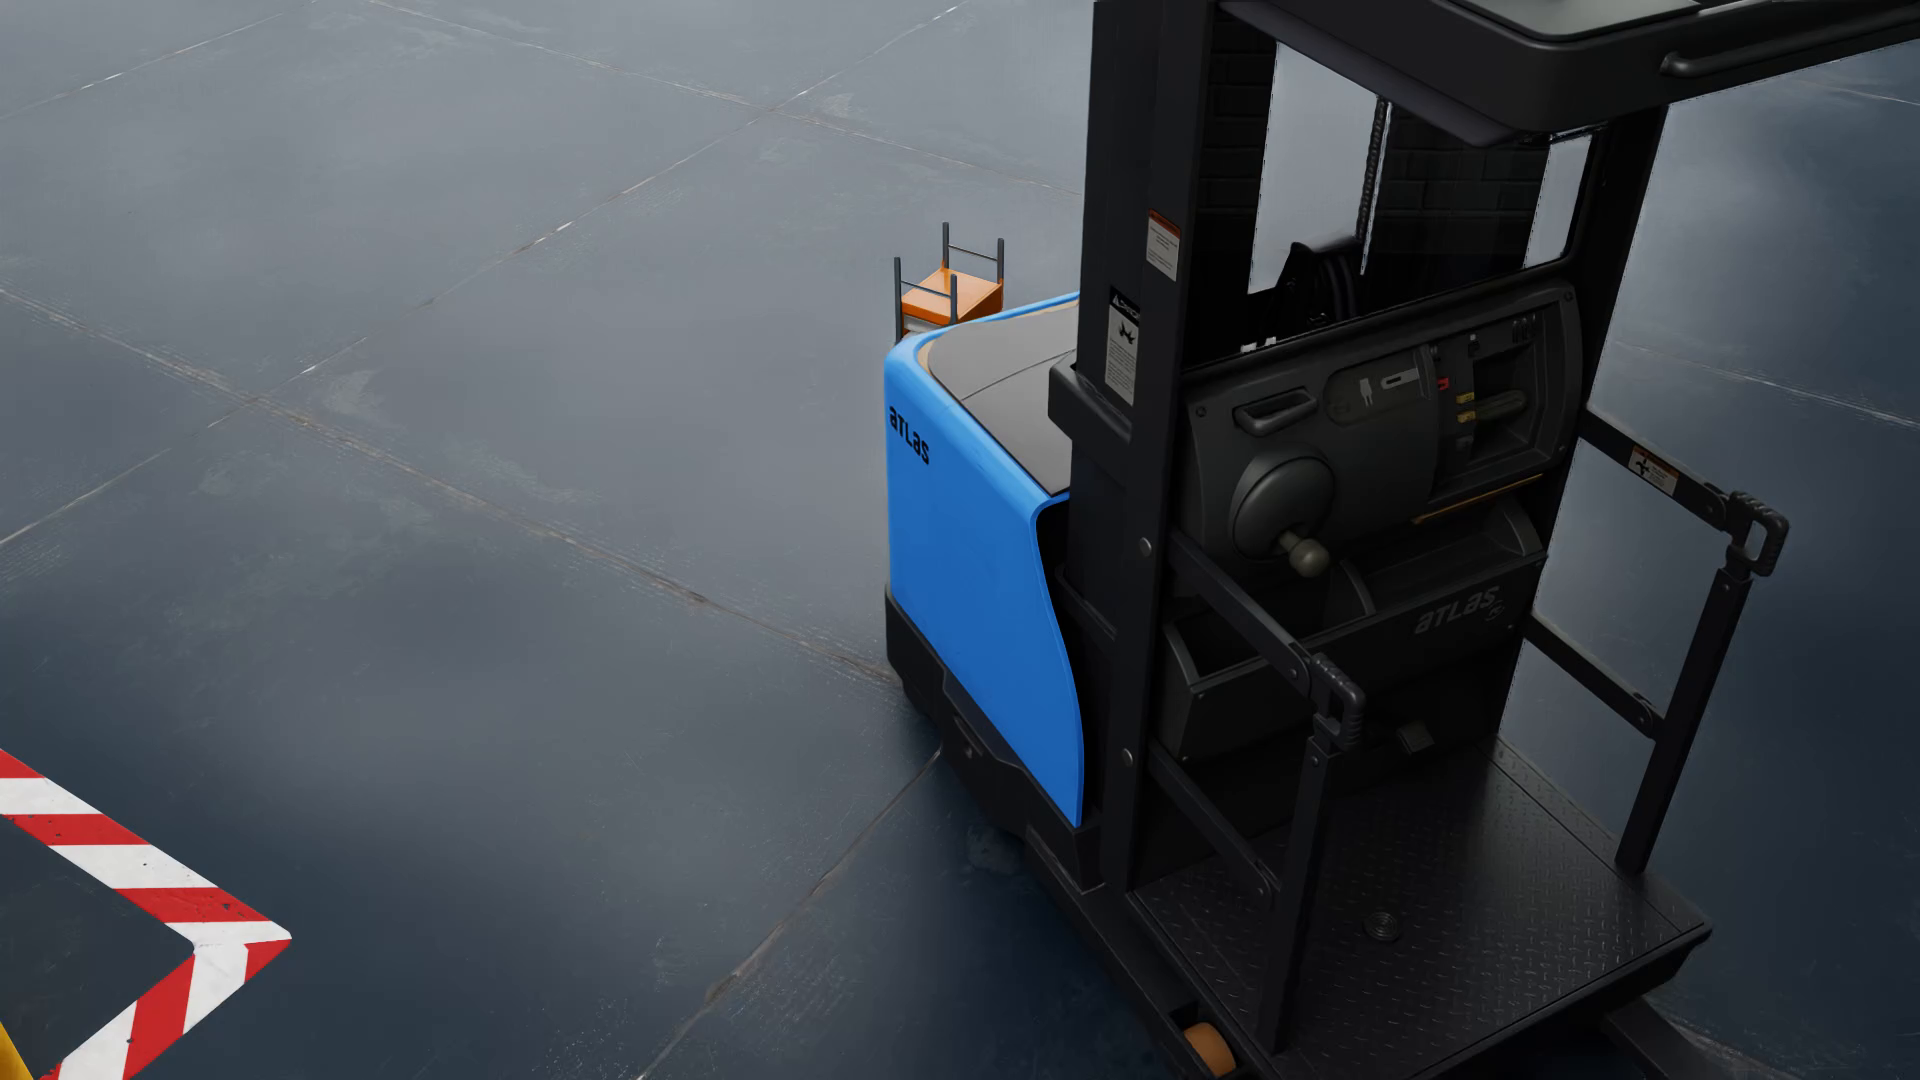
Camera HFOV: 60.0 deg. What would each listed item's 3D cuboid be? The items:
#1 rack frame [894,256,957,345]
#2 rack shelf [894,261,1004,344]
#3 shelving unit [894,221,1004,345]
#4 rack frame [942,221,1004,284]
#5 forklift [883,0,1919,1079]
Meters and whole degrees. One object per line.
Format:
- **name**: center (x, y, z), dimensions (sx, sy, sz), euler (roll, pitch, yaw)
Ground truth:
- **rack frame**: center (-0.094, -0.325, 4.812), dimensions (0.200, 1.050, 0.008), euler (21, 42, 25)
- **rack shelf**: center (-0.029, -0.605, 4.727), dimensions (0.215, 0.259, 0.240), euler (21, 42, 25)
- **shelving unit**: center (-0.029, -0.388, 4.894), dimensions (0.215, 1.050, 0.252), euler (21, 42, 25)
- **rack frame**: center (0.037, -0.451, 4.975), dimensions (0.200, 1.050, 0.008), euler (21, 42, 25)
- **forklift**: center (0.933, -0.146, 3.039), dimensions (1.130, 2.935, 3.031), euler (-18, 41, -22)
